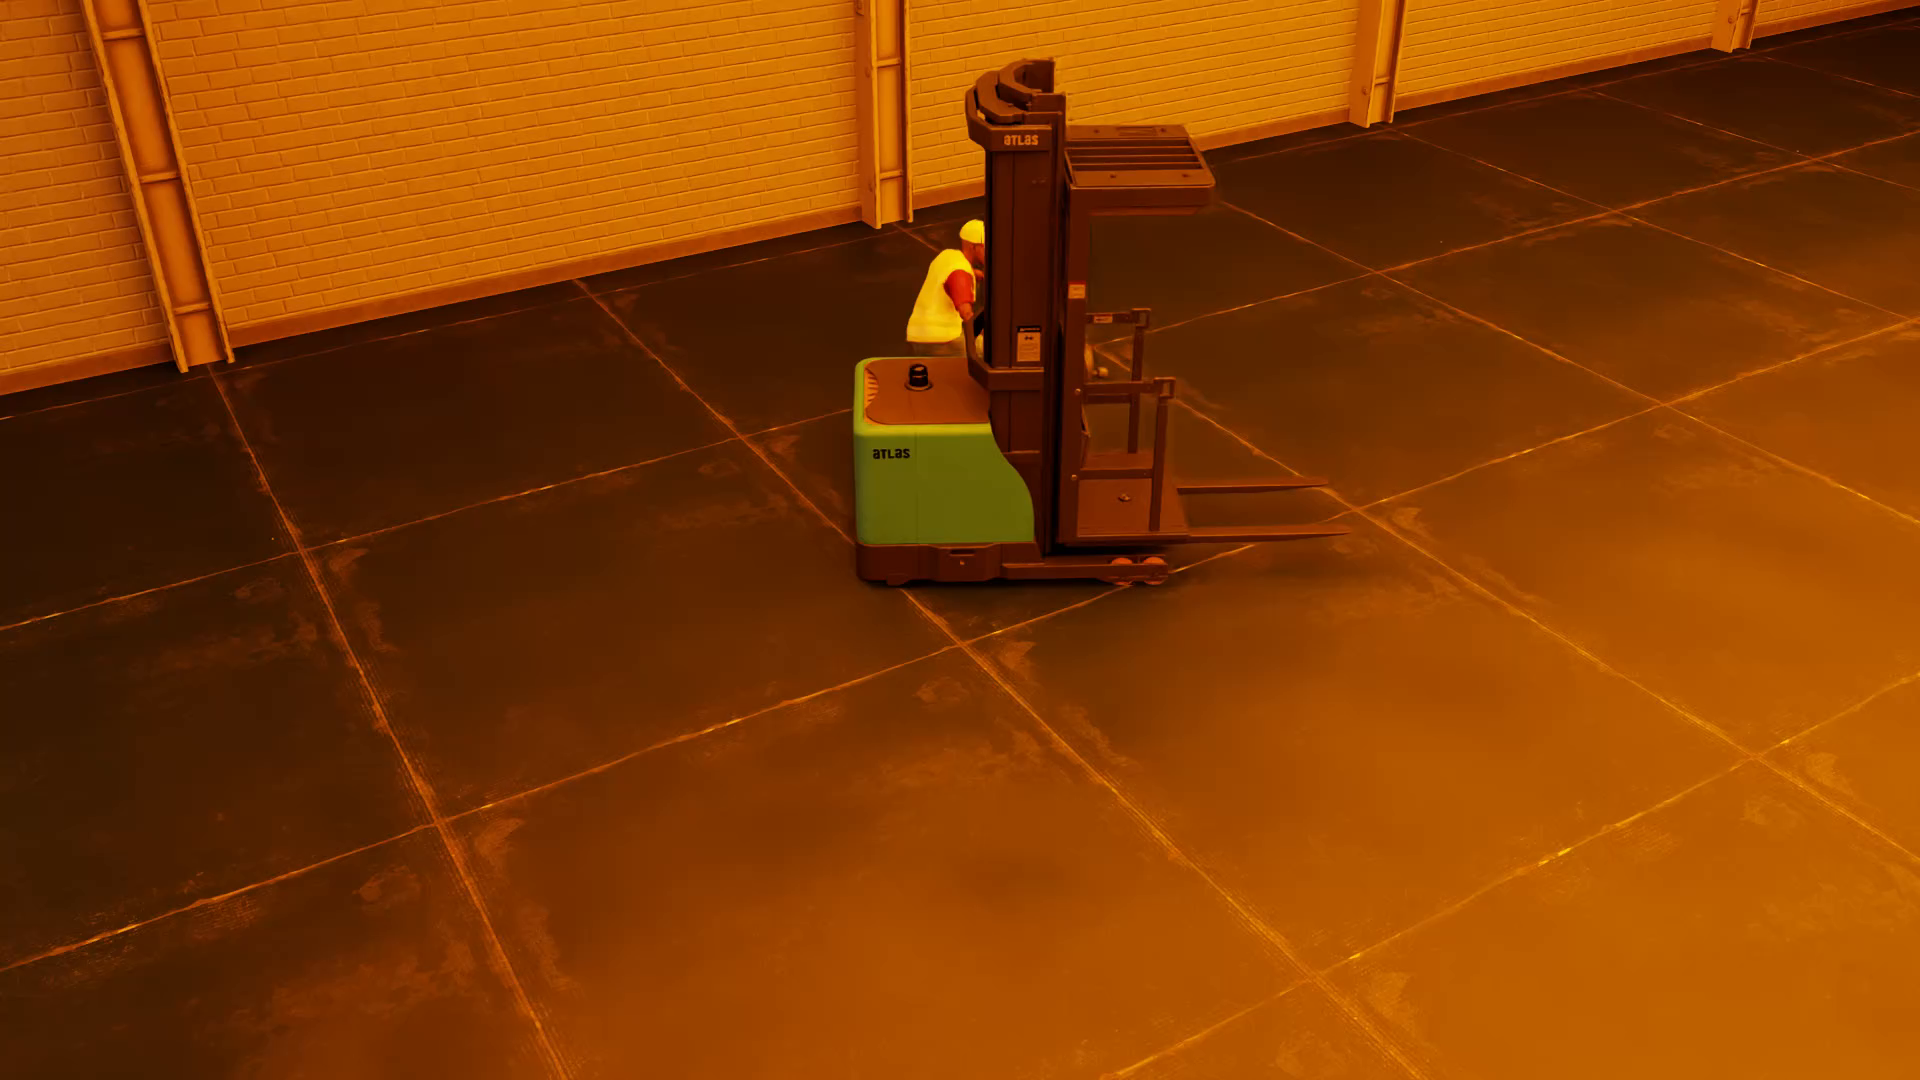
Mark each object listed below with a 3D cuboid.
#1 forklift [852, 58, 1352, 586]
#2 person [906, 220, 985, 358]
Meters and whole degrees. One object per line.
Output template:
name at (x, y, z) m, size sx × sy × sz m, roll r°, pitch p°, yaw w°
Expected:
forklift at (0.868, -1.254, 9.741) m, size 3.031 × 2.935 × 1.130 m, roll -1°, pitch 31°, yaw -2°
person at (0.118, -1.394, 11.353) m, size 0.901 × 1.512 × 1.030 m, roll -17°, pitch 35°, yaw -26°
